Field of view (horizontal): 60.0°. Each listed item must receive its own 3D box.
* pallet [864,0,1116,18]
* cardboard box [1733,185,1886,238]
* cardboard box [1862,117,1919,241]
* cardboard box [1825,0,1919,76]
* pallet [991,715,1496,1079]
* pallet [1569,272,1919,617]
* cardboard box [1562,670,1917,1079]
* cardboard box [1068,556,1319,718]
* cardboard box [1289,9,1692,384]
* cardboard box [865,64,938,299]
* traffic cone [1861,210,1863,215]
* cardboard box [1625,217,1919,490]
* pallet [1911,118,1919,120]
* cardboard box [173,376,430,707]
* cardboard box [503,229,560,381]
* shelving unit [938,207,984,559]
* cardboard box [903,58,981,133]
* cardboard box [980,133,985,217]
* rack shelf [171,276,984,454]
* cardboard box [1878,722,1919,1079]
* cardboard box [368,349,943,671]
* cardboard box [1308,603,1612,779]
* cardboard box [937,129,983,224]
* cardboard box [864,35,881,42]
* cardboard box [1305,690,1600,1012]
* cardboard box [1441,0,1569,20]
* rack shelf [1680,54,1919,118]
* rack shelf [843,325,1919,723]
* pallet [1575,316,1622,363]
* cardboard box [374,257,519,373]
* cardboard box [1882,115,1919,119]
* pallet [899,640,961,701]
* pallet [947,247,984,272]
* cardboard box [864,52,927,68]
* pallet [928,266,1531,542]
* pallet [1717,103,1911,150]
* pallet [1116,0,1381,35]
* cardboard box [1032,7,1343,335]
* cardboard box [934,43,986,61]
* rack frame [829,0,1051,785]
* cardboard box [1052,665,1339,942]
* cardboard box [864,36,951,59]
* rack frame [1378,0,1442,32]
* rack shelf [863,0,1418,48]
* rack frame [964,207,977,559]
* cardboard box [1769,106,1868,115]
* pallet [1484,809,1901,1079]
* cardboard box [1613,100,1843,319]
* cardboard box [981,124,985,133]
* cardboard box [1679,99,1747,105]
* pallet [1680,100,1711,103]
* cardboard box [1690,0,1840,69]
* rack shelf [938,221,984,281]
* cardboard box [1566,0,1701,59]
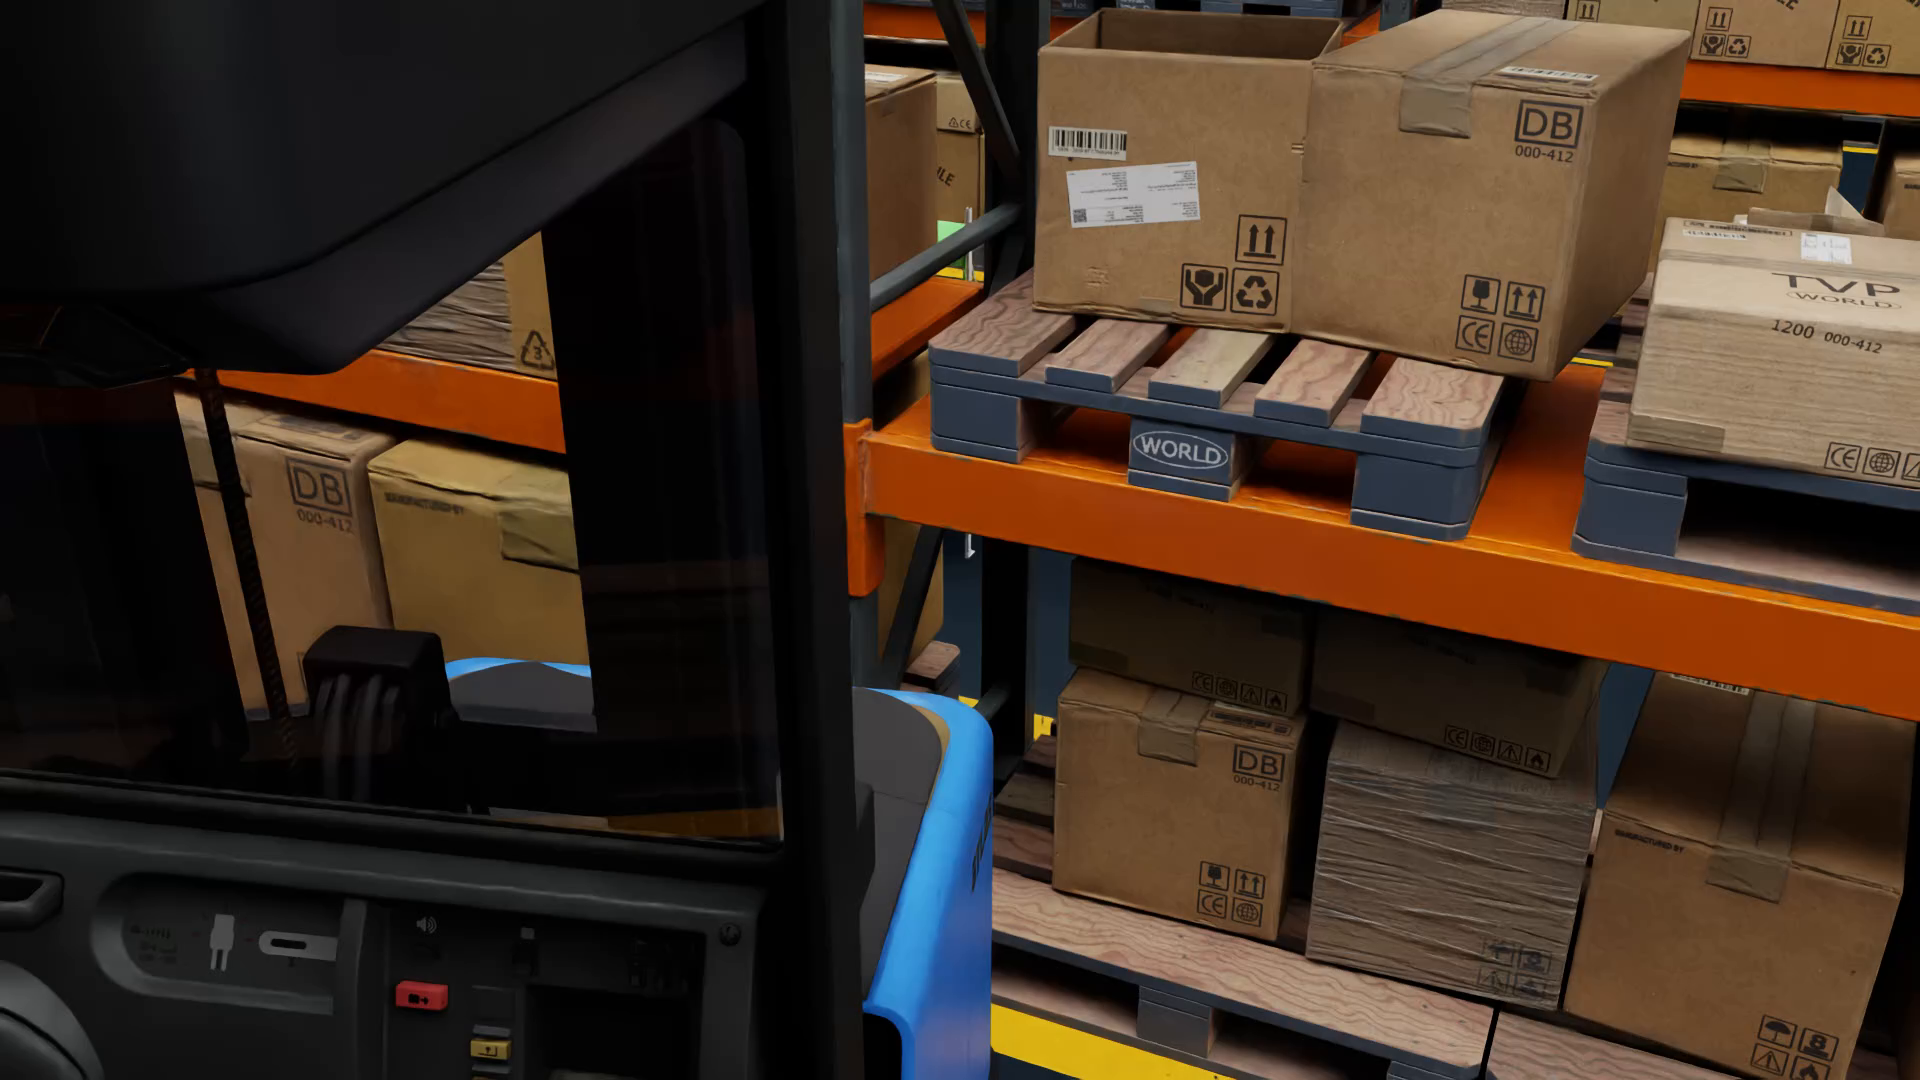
[{"bbox_3d":[0.270,-2.827,8.314,1.213,0.211,1.003,11,28,22],"label":"pallet"},{"bbox_3d":[1.573,-0.524,3.095,0.258,0.266,0.396,11,28,20],"label":"cardboard box"},{"bbox_3d":[4.251,-1.271,7.007,0.750,0.750,1.050,11,28,22],"label":"cardboard box"},{"bbox_3d":[3.761,-2.146,6.599,0.500,0.500,0.500,11,28,21],"label":"cardboard box"},{"bbox_3d":[0.654,0.803,3.881,1.213,0.211,1.003,11,28,22],"label":"pallet"},{"bbox_3d":[1.762,-0.160,2.897,1.213,0.211,1.003,11,28,22],"label":"pallet"},{"bbox_3d":[1.591,0.644,3.378,0.500,0.500,0.700,14,29,26],"label":"cardboard box"},{"bbox_3d":[0.566,0.106,3.621,0.500,0.250,0.500,13,29,24],"label":"cardboard box"},{"bbox_3d":[1.001,-0.681,3.148,0.500,0.500,0.700,16,30,29],"label":"cardboard box"},{"bbox_3d":[-0.386,-0.835,3.937,0.500,0.500,0.500,12,29,23],"label":"cardboard box"},{"bbox_3d":[5.301,-2.022,9.333,0.334,0.463,0.336,11,28,22],"label":"traffic cone"},{"bbox_3d":[1.374,-0.314,2.687,0.500,0.250,0.500,11,28,20],"label":"cardboard box"},{"bbox_3d":[6.978,-2.736,11.068,1.213,0.211,1.003,11,28,22],"label":"pallet"},{"bbox_3d":[-1.484,-0.128,4.544,0.875,0.875,1.225,11,28,22],"label":"cardboard box"},{"bbox_3d":[-0.608,-0.627,3.515,0.500,0.500,0.500,12,29,23],"label":"cardboard box"},{"bbox_3d":[-0.151,-0.569,5.546,0.503,1.200,0.258,11,28,22],"label":"shelving unit"},{"bbox_3d":[-0.041,-2.270,8.470,0.500,0.250,0.500,13,29,24],"label":"cardboard box"},{"bbox_3d":[0.422,-1.837,8.439,0.500,0.500,0.500,10,28,20],"label":"cardboard box"},{"bbox_3d":[-1.877,-0.635,4.458,4.000,0.370,1.077,11,28,22],"label":"rack shelf"},{"bbox_3d":[2.099,0.746,3.171,0.500,0.500,0.700,9,28,17],"label":"cardboard box"},{"bbox_3d":[-0.676,0.038,4.206,0.875,0.875,1.225,10,28,19],"label":"cardboard box"},{"bbox_3d":[1.053,0.199,3.433,0.500,0.250,0.500,15,30,28],"label":"cardboard box"},{"bbox_3d":[-0.025,-1.938,8.645,0.500,0.500,0.500,12,29,23],"label":"cardboard box"},{"bbox_3d":[-0.770,-2.668,9.279,0.500,0.250,0.500,11,28,20],"label":"cardboard box"},{"bbox_3d":[1.072,0.543,3.583,0.500,0.500,0.700,9,28,18],"label":"cardboard box"},{"bbox_3d":[2.386,-2.422,7.160,0.500,0.500,0.500,12,29,22],"label":"cardboard box"},{"bbox_3d":[3.909,-1.879,6.986,4.000,0.370,1.077,11,28,22],"label":"rack shelf"},{"bbox_3d":[1.764,0.096,2.973,4.000,0.370,1.077,11,28,22],"label":"rack shelf"},{"bbox_3d":[2.775,-1.142,7.831,1.213,0.211,1.003,11,28,22],"label":"pallet"},{"bbox_3d":[-1.060,-0.721,3.705,0.500,0.500,0.500,11,28,21],"label":"cardboard box"},{"bbox_3d":[6.553,-3.080,11.109,0.625,0.372,0.950,13,29,25],"label":"cardboard box"},{"bbox_3d":[-0.743,0.485,4.527,1.213,0.211,1.003,11,28,22],"label":"pallet"},{"bbox_3d":[0.271,-1.684,8.931,1.213,0.211,1.003,11,28,22],"label":"pallet"},{"bbox_3d":[-0.504,-2.365,8.663,0.500,0.250,0.500,12,29,23],"label":"cardboard box"},{"bbox_3d":[0.636,-0.418,3.421,1.003,0.211,1.213,11,28,22],"label":"pallet"},{"bbox_3d":[5.863,-2.959,11.520,1.213,0.211,1.003,11,28,22],"label":"pallet"},{"bbox_3d":[1.396,-2.569,7.790,1.003,0.211,1.213,11,28,22],"label":"pallet"},{"bbox_3d":[0.452,-0.743,3.274,0.500,0.500,0.500,8,27,15],"label":"cardboard box"},{"bbox_3d":[0.179,-2.478,8.892,0.500,0.250,0.500,10,28,20],"label":"cardboard box"},{"bbox_3d":[-0.057,-0.592,3.556,0.127,3.000,1.000,11,28,22],"label":"rack frame"},{"bbox_3d":[0.562,0.447,3.779,0.500,0.500,0.700,10,28,19],"label":"cardboard box"},{"bbox_3d":[-0.308,-2.569,9.077,0.500,0.250,0.500,13,29,24],"label":"cardboard box"},{"bbox_3d":[2.089,-2.568,7.570,0.127,3.000,1.000,11,28,22],"label":"rack frame"},{"bbox_3d":[0.268,-2.611,8.471,4.000,0.370,1.077,11,28,22],"label":"rack shelf"},{"bbox_3d":[0.071,-0.524,5.456,0.015,1.200,0.240,11,28,22],"label":"rack frame"},{"bbox_3d":[5.919,-3.206,11.366,0.625,0.372,0.950,12,29,23],"label":"cardboard box"},{"bbox_3d":[1.761,1.026,3.427,1.213,0.211,1.003,11,28,22],"label":"pallet"},{"bbox_3d":[3.403,-1.441,7.352,0.750,0.750,1.050,12,29,23],"label":"cardboard box"},{"bbox_3d":[0.437,-2.178,8.284,0.500,0.250,0.500,12,29,23],"label":"cardboard box"},{"bbox_3d":[5.231,-3.347,11.652,0.625,0.372,0.950,11,28,21],"label":"cardboard box"},{"bbox_3d":[4.756,-3.182,11.974,1.213,0.211,1.003,11,28,22],"label":"pallet"},{"bbox_3d":[3.308,-2.238,6.786,0.500,0.500,0.500,11,28,22],"label":"cardboard box"},{"bbox_3d":[-0.151,-0.942,5.363,0.480,0.148,0.258,11,28,22],"label":"rack shelf"},{"bbox_3d":[2.850,-2.330,6.974,0.500,0.500,0.500,11,28,21],"label":"cardboard box"}]
